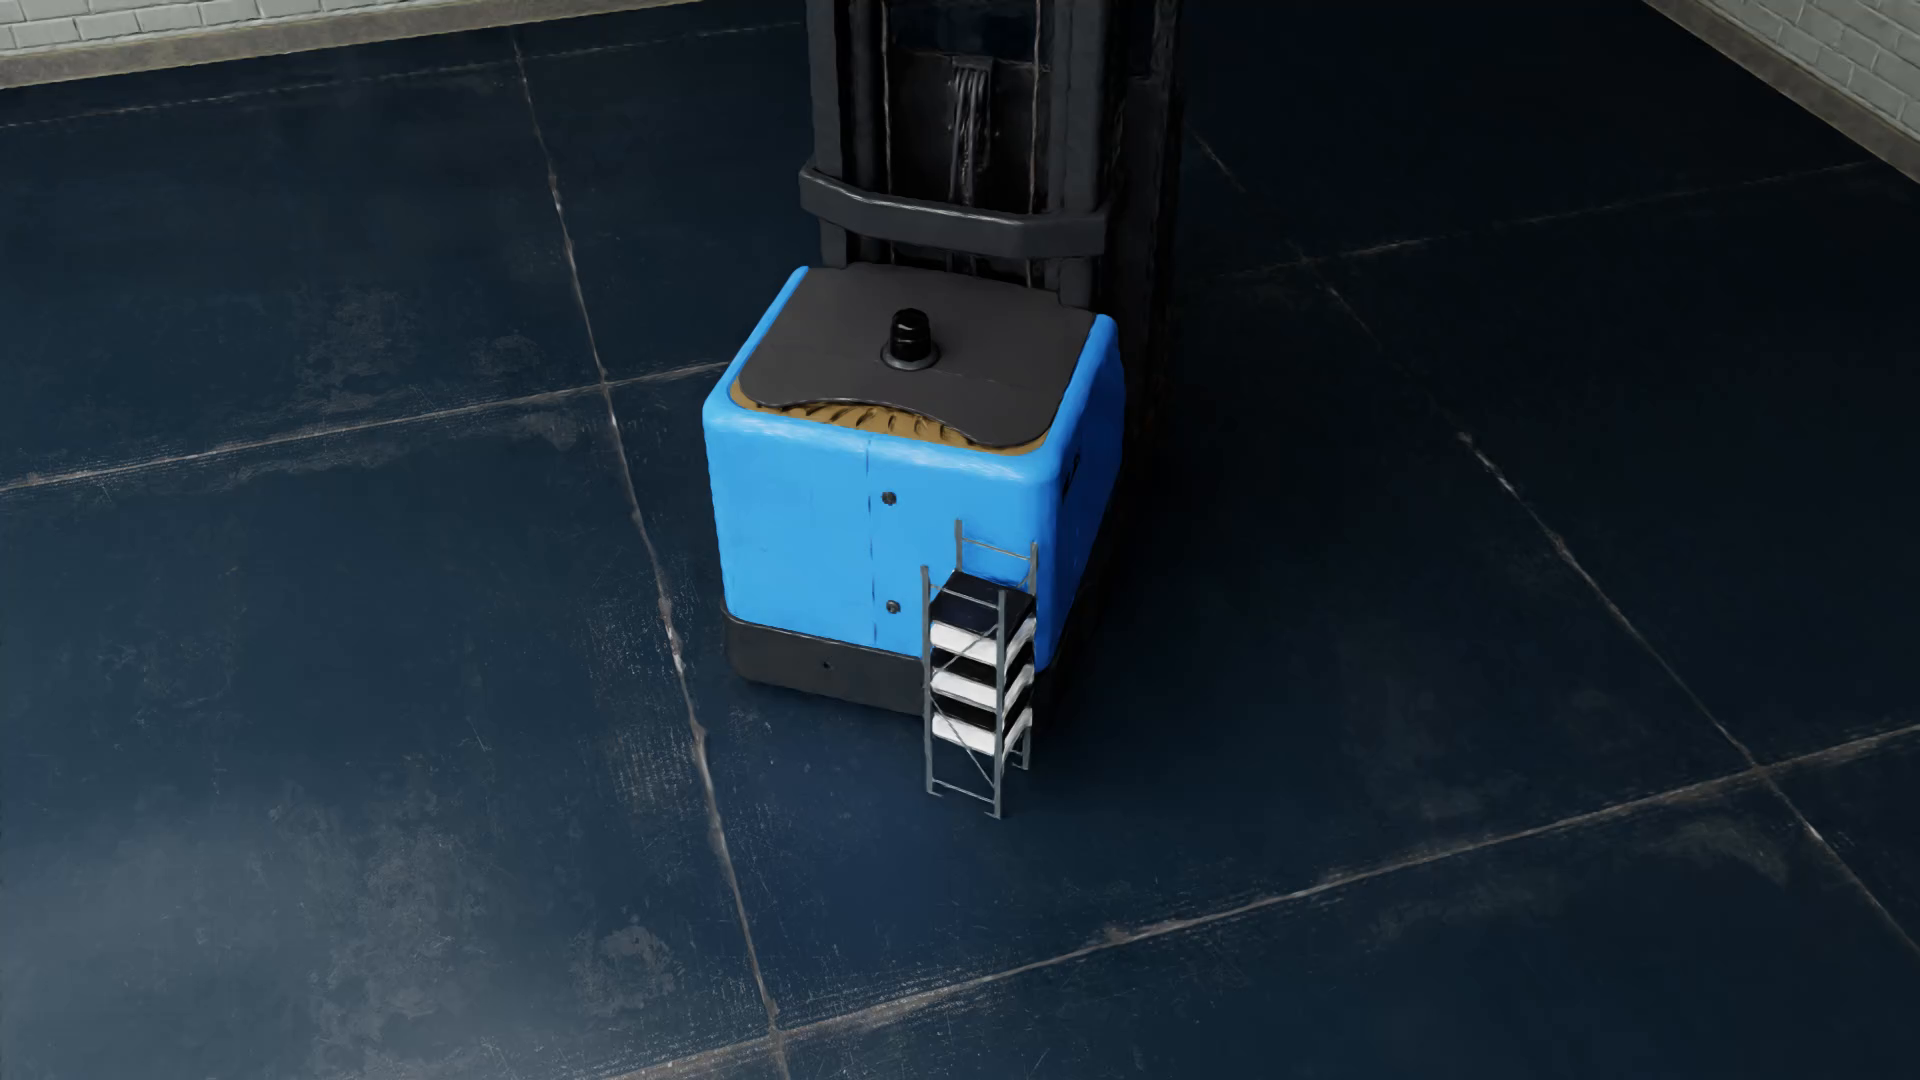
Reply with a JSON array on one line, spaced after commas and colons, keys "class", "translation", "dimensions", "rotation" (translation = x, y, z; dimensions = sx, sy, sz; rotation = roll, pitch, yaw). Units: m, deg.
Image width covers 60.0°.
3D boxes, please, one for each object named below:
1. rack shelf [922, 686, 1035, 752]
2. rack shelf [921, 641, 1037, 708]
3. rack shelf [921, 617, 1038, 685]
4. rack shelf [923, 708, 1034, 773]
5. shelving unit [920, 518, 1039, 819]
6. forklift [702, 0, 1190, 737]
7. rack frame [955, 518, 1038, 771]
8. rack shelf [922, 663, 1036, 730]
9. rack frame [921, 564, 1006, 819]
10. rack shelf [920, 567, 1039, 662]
[{"class": "rack shelf", "translation": [0.053, 0.469, 4.716], "dimensions": [0.258, 0.077, 0.200], "rotation": [18, 44, 19]}, {"class": "rack shelf", "translation": [0.053, 0.333, 4.598], "dimensions": [0.258, 0.077, 0.200], "rotation": [18, 44, 19]}, {"class": "rack shelf", "translation": [0.053, 0.266, 4.538], "dimensions": [0.258, 0.077, 0.200], "rotation": [18, 44, 19]}, {"class": "rack shelf", "translation": [0.054, 0.536, 4.776], "dimensions": [0.258, 0.077, 0.200], "rotation": [18, 44, 19]}, {"class": "shelving unit", "translation": [0.053, 0.376, 4.635], "dimensions": [0.258, 0.900, 0.210], "rotation": [18, 44, 19]}, {"class": "forklift", "translation": [0.175, -1.497, 5.236], "dimensions": [1.130, 2.935, 3.031], "rotation": [11, 42, 12]}, {"class": "rack frame", "translation": [0.097, 0.316, 4.704], "dimensions": [0.240, 0.900, 0.006], "rotation": [18, 44, 19]}, {"class": "rack shelf", "translation": [0.053, 0.401, 4.657], "dimensions": [0.258, 0.077, 0.200], "rotation": [18, 44, 19]}, {"class": "rack frame", "translation": [0.009, 0.437, 4.566], "dimensions": [0.240, 0.900, 0.006], "rotation": [18, 44, 19]}, {"class": "rack shelf", "translation": [0.053, 0.198, 4.479], "dimensions": [0.258, 0.077, 0.200], "rotation": [18, 44, 19]}]
